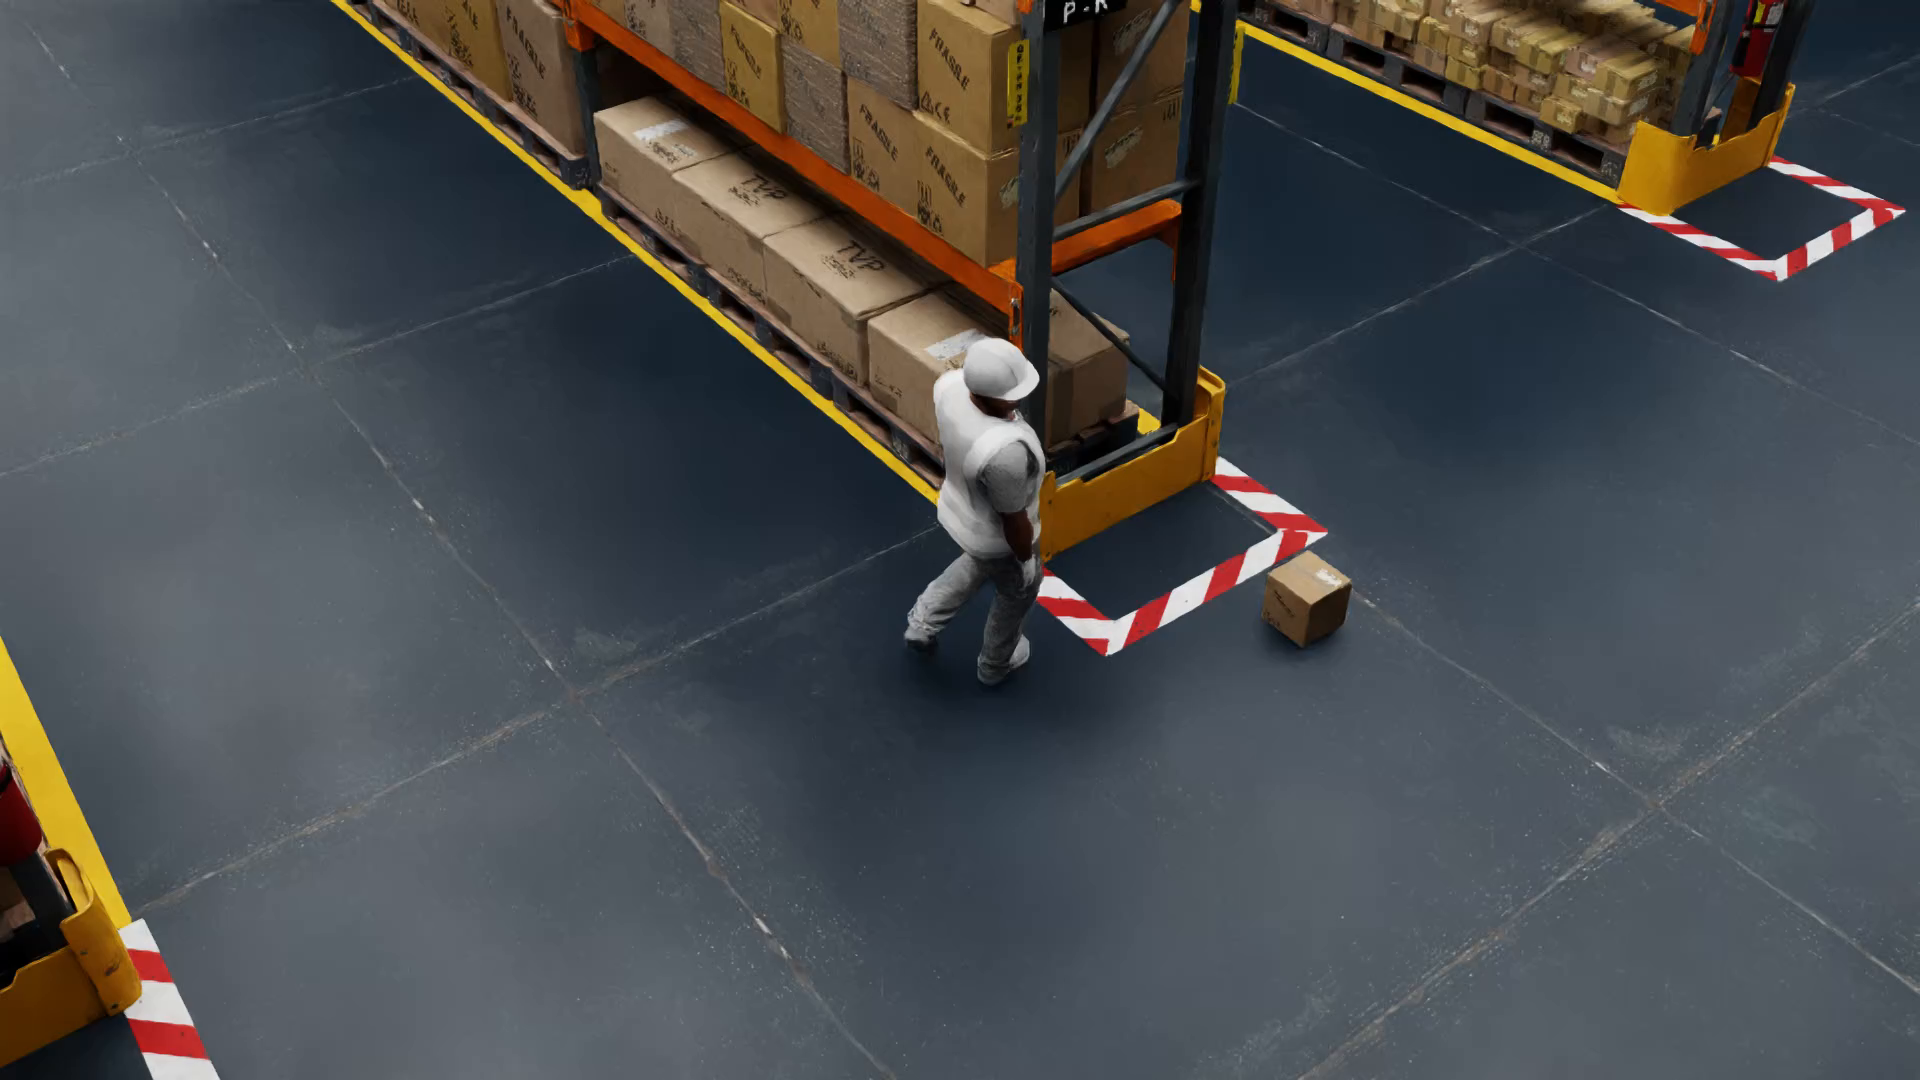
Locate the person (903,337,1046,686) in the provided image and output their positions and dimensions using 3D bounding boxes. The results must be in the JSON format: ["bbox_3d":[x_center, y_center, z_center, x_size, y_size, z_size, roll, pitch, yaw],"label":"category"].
[{"bbox_3d":[0.115,-0.074,6.254,0.552,1.757,0.616,-22,45,-24],"label":"person"}]
